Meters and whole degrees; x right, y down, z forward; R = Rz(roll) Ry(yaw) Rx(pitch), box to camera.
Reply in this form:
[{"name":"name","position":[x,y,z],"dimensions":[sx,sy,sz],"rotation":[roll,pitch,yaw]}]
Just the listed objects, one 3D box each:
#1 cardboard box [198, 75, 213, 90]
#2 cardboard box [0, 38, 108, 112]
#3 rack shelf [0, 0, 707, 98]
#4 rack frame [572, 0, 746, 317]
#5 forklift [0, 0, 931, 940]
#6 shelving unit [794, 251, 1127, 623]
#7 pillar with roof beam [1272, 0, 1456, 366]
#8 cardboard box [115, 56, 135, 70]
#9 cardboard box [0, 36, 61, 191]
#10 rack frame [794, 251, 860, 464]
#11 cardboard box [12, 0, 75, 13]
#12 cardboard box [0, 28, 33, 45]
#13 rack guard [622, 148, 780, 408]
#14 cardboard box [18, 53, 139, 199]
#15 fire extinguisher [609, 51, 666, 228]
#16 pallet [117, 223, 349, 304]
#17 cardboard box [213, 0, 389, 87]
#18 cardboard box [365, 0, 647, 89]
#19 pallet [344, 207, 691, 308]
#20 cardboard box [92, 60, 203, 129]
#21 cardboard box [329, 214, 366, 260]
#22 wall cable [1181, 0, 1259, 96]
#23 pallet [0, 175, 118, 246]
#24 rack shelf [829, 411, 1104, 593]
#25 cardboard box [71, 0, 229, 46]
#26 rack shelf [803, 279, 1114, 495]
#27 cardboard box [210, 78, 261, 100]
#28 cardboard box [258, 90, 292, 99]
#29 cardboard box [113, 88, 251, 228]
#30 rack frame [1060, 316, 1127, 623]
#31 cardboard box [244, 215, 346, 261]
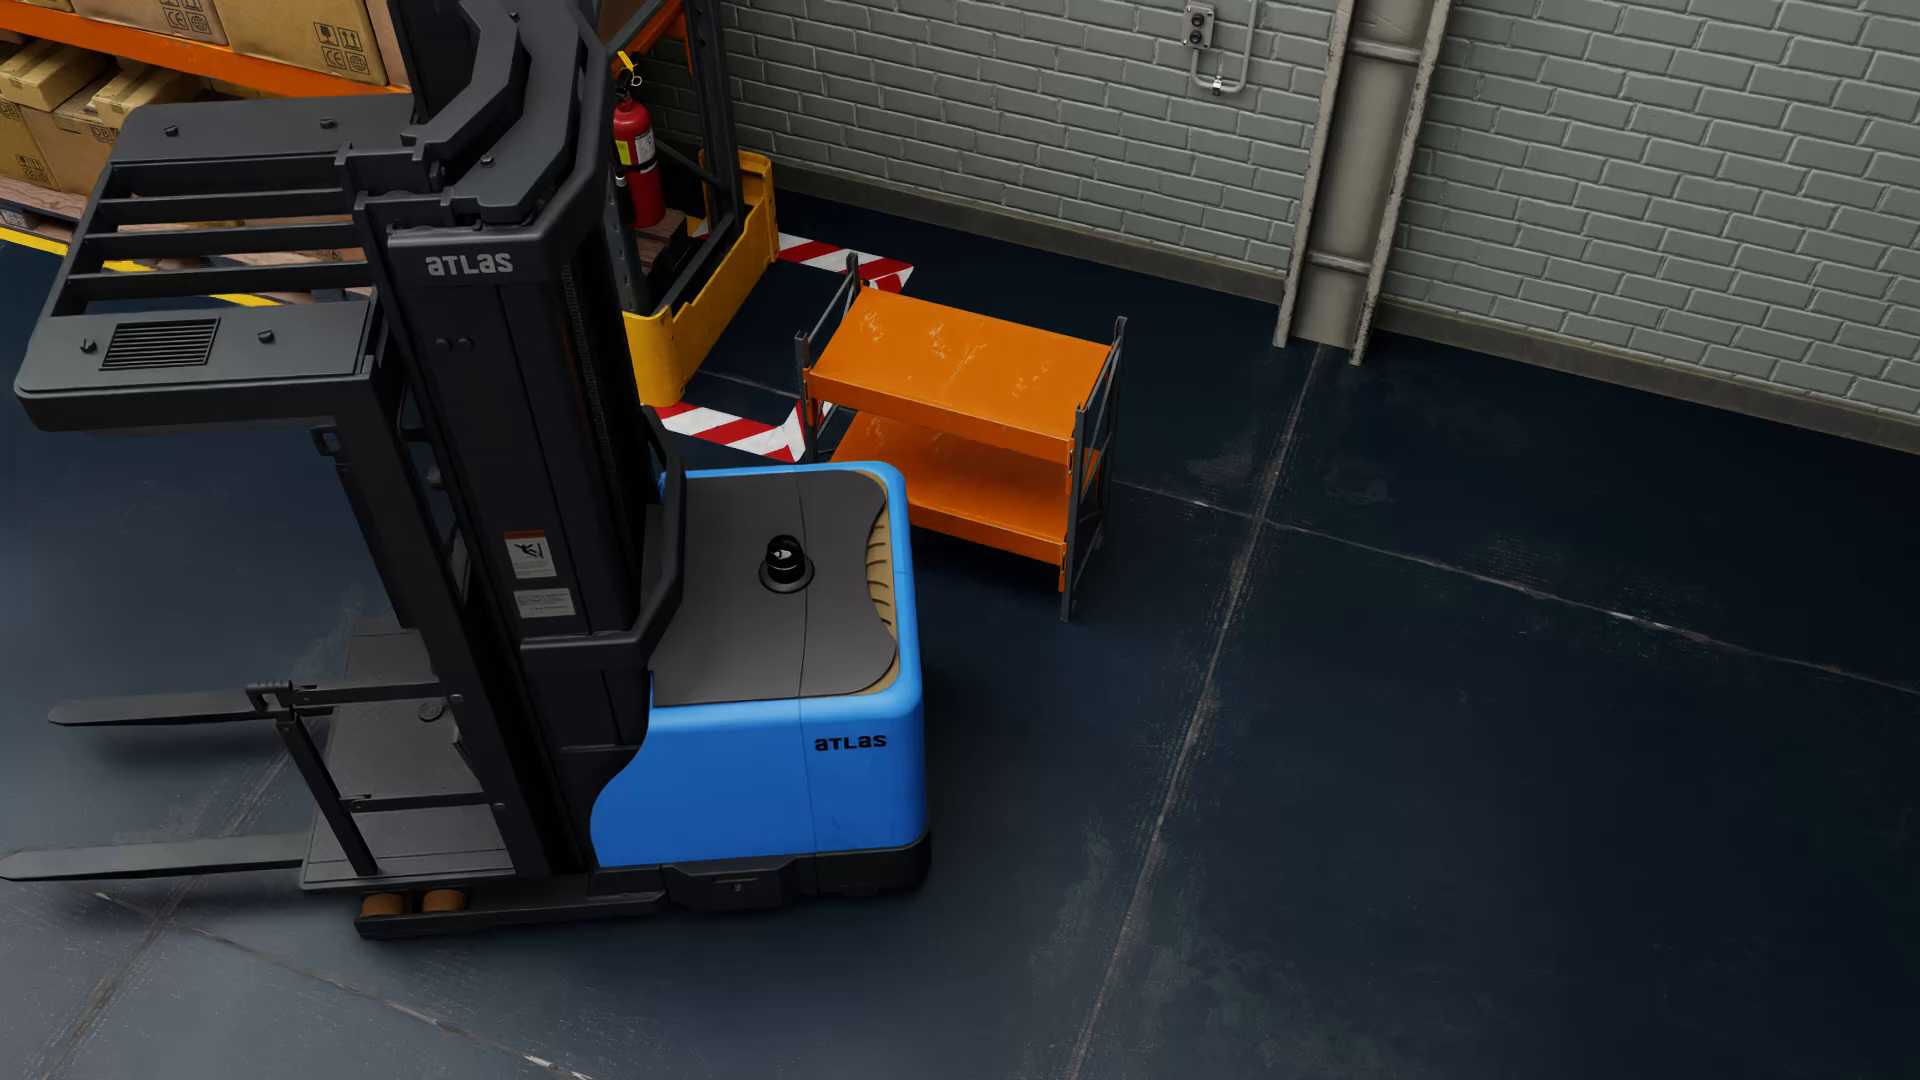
[{"name":"cardboard box","position":[-3.384,-2.215,7.498],"dimensions":[0.250,0.149,0.380],"rotation":[16,51,14]},{"name":"cardboard box","position":[-4.038,-2.089,7.389],"dimensions":[0.250,0.149,0.380],"rotation":[17,51,14]},{"name":"rack shelf","position":[-3.086,-2.286,7.089],"dimensions":[4.000,0.370,1.077],"rotation":[16,51,13]},{"name":"rack frame","position":[-1.210,-1.998,6.363],"dimensions":[0.127,3.000,1.000],"rotation":[16,51,13]},{"name":"forklift","position":[-1.641,-0.070,4.738],"dimensions":[3.031,2.935,1.130],"rotation":[-3,49,-3]},{"name":"shelving unit","position":[0.006,-0.367,6.190],"dimensions":[1.048,1.125,0.538],"rotation":[16,51,13]},{"name":"pillar with roof beam","position":[0.131,-0.817,1.370],"dimensions":[0.400,9.000,9.100],"rotation":[16,51,13]},{"name":"cardboard box","position":[-3.621,-2.282,7.556],"dimensions":[0.250,0.149,0.380],"rotation":[14,51,12]},{"name":"cardboard box","position":[-4.296,-2.096,7.824],"dimensions":[0.500,0.500,0.700],"rotation":[16,51,14]},{"name":"rack frame","position":[-0.471,-0.500,6.305],"dimensions":[0.032,1.125,0.500],"rotation":[16,51,13]},{"name":"cardboard box","position":[-3.776,-2.795,6.855],"dimensions":[0.700,0.700,0.980],"rotation":[14,51,12]},{"name":"cardboard box","position":[-4.363,-2.487,7.734],"dimensions":[0.250,0.149,0.380],"rotation":[15,51,13]},{"name":"rack guard","position":[-1.187,-1.173,7.302],"dimensions":[0.348,0.500,1.175],"rotation":[16,51,13]},{"name":"cardboard box","position":[-3.826,-1.962,7.708],"dimensions":[0.500,0.500,0.700],"rotation":[15,51,13]},{"name":"fire extinguisher","position":[-1.228,-1.484,6.215],"dimensions":[0.183,0.674,0.296],"rotation":[16,51,13]},{"name":"pallet","position":[-3.128,-1.559,7.828],"dimensions":[1.213,0.211,1.003],"rotation":[16,51,13]},{"name":"cardboard box","position":[-2.378,-2.405,6.518],"dimensions":[0.700,0.700,0.980],"rotation":[15,51,13]},{"name":"cardboard box","position":[-1.692,-2.222,6.359],"dimensions":[0.700,0.700,0.980],"rotation":[18,51,15]},{"name":"pallet","position":[-1.987,-1.238,7.550],"dimensions":[1.213,0.211,1.003],"rotation":[16,51,13]},{"name":"cardboard box","position":[-3.548,-1.952,7.271],"dimensions":[0.250,0.149,0.380],"rotation":[14,51,12]},{"name":"cardboard box","position":[-2.371,-1.560,7.360],"dimensions":[0.500,0.500,0.700],"rotation":[15,51,13]},{"name":"wall cable","position":[0.319,-2.666,6.270],"dimensions":[1.851,1.984,0.084],"rotation":[16,51,13]},{"name":"pallet","position":[-4.276,-1.877,8.104],"dimensions":[1.213,0.211,1.003],"rotation":[16,51,13]},{"name":"rack shelf","position":[0.006,-0.207,6.375],"dimensions":[1.000,0.278,0.538],"rotation":[16,51,13]},{"name":"cardboard box","position":[-3.090,-2.611,6.696],"dimensions":[0.700,0.700,0.980],"rotation":[13,50,11]},{"name":"rack shelf","position":[0.006,-0.558,5.969],"dimensions":[1.000,0.278,0.538],"rotation":[16,51,13]},{"name":"cardboard box","position":[-3.142,-2.148,7.440],"dimensions":[0.250,0.149,0.380],"rotation":[15,51,12]},{"name":"cardboard box","position":[-2.905,-2.081,7.382],"dimensions":[0.250,0.149,0.380],"rotation":[16,51,13]},{"name":"cardboard box","position":[-3.345,-1.826,7.590],"dimensions":[0.500,0.500,0.700],"rotation":[17,51,14]},{"name":"rack frame","position":[0.483,-0.234,6.075],"dimensions":[0.032,1.125,0.500],"rotation":[16,51,13]},{"name":"cardboard box","position":[-2.843,-1.691,7.474],"dimensions":[0.500,0.500,0.700],"rotation":[14,51,12]}]
